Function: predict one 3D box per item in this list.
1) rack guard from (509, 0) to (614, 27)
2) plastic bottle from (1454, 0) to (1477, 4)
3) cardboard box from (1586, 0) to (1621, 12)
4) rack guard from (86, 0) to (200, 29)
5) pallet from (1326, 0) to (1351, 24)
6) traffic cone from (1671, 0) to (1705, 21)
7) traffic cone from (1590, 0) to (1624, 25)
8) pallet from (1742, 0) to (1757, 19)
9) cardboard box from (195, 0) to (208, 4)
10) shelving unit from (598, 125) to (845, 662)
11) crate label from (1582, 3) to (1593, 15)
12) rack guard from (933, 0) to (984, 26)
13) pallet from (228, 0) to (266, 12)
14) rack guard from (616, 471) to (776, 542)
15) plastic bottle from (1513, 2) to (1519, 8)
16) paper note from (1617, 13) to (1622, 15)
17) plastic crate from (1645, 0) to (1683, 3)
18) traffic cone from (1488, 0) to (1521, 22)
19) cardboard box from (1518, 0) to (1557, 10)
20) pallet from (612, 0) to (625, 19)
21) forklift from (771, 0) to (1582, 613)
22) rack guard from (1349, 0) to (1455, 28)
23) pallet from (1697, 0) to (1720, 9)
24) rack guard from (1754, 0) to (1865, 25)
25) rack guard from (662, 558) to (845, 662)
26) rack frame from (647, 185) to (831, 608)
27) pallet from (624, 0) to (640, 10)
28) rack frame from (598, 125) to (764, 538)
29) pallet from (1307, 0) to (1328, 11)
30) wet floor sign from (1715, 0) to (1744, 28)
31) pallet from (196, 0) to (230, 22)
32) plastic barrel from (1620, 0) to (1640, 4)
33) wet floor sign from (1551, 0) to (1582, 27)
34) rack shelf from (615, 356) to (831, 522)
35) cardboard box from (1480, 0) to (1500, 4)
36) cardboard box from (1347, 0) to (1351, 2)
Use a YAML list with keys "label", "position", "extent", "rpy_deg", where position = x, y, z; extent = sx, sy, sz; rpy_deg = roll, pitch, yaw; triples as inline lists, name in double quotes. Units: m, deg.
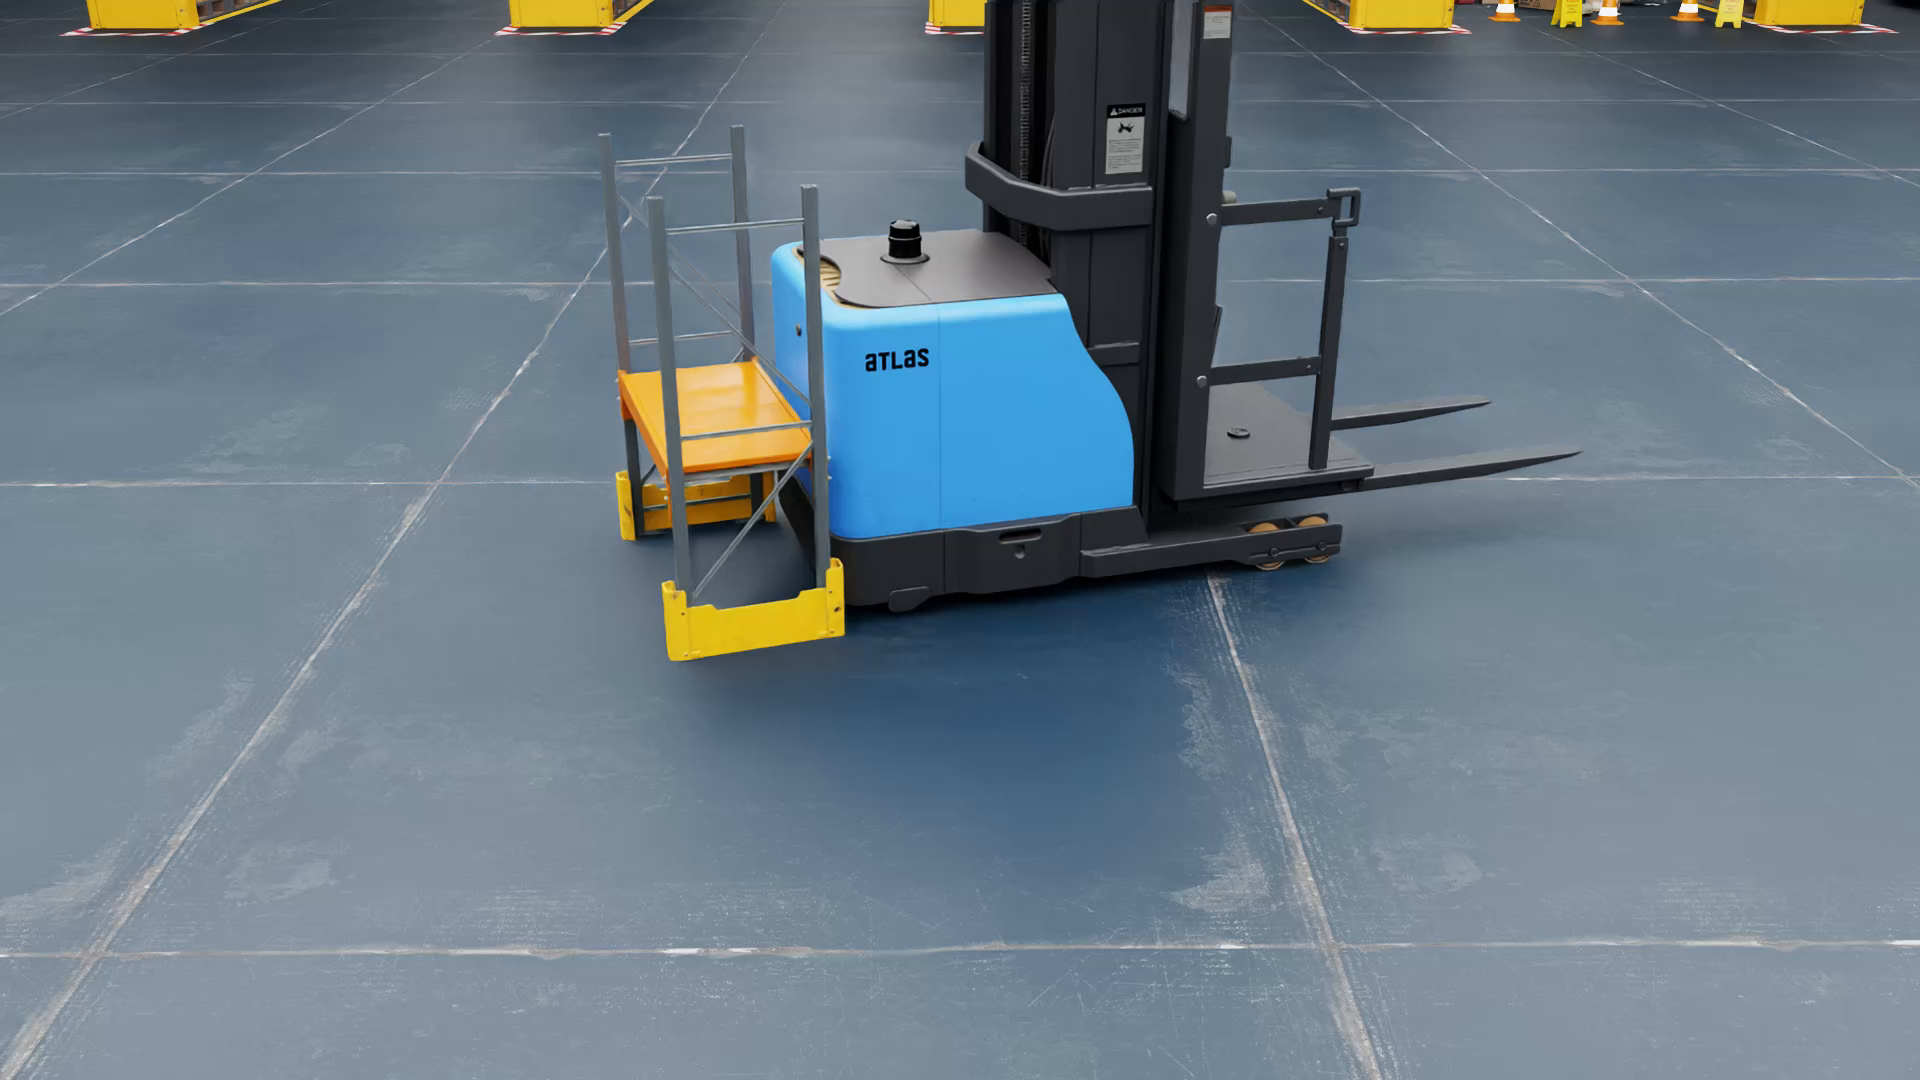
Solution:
- label: "rack guard"
  position: [-4.737, -6.372, 19.733]
  extent: [1.175, 0.500, 0.348]
  rpy_deg: [0, 24, -1]
- label: "plastic bottle"
  position: [6.623, -7.057, 21.779]
  extent: [0.283, 0.061, 0.133]
  rpy_deg: [-9, 26, -19]
- label: "cardboard box"
  position: [8.138, -6.779, 21.057]
  extent: [0.380, 0.149, 0.250]
  rpy_deg: [13, 27, 27]
- label: "rack guard"
  position: [-9.642, -6.311, 19.596]
  extent: [1.175, 0.500, 0.348]
  rpy_deg: [0, 24, -1]
- label: "pallet"
  position: [5.137, -6.542, 20.458]
  extent: [1.003, 0.211, 1.213]
  rpy_deg: [0, 24, -1]
- label: "traffic cone"
  position: [8.878, -6.562, 20.198]
  extent: [0.336, 0.463, 0.334]
  rpy_deg: [0, 24, -1]
- label: "traffic cone"
  position: [7.772, -6.417, 19.877]
  extent: [0.336, 0.463, 0.334]
  rpy_deg: [0, 24, -1]
- label: "pallet"
  position: [10.198, -6.643, 20.681]
  extent: [1.003, 0.211, 1.213]
  rpy_deg: [0, 24, -1]
- label: "cardboard box"
  position: [-9.426, -6.620, 20.074]
  extent: [0.500, 0.250, 0.500]
  rpy_deg: [0, 24, -1]
- label: "shelving unit"
  position: [-0.833, -0.537, 5.617]
  extent: [0.587, 1.500, 1.083]
  rpy_deg: [-8, 26, -17]
- label: "crate label"
  position: [7.701, -6.593, 20.660]
  extent: [0.250, 0.136, 0.298]
  rpy_deg: [-14, 28, -28]
- label: "rack guard"
  position: [0.262, -6.395, 19.782]
  extent: [1.175, 0.500, 0.348]
  rpy_deg: [0, 24, -1]
- label: "pallet"
  position: [-9.703, -7.005, 21.483]
  extent: [1.003, 0.211, 1.213]
  rpy_deg: [0, 24, -1]
- label: "rack guard"
  position: [-0.996, -0.161, 6.303]
  extent: [0.587, 0.250, 0.087]
  rpy_deg: [-8, 26, -17]
- label: "plastic bottle"
  position: [7.065, -6.908, 21.450]
  extent: [0.133, 0.061, 0.283]
  rpy_deg: [-9, 26, -19]
- label: "paper note"
  position: [8.172, -6.575, 20.750]
  extent: [0.148, 0.019, 0.142]
  rpy_deg: [-9, 26, -19]
- label: "plastic crate"
  position: [9.326, -7.214, 22.104]
  extent: [0.402, 0.080, 0.583]
  rpy_deg: [-9, 26, -19]
- label: "traffic cone"
  position: [6.638, -6.552, 20.176]
  extent: [0.336, 0.463, 0.334]
  rpy_deg: [0, 24, -1]
- label: "cardboard box"
  position: [7.622, -7.122, 21.386]
  extent: [0.797, 0.503, 0.637]
  rpy_deg: [-19, 31, -36]
- label: "pallet"
  position: [-4.741, -6.575, 20.532]
  extent: [1.003, 0.211, 1.213]
  rpy_deg: [0, 24, -1]
- label: "forklift"
  position: [0.879, -1.427, 5.848]
  extent: [3.031, 2.935, 1.130]
  rpy_deg: [-7, 25, -16]
- label: "rack guard"
  position: [5.224, -6.334, 19.649]
  extent: [1.175, 0.500, 0.348]
  rpy_deg: [0, 24, -1]
- label: "pallet"
  position: [10.188, -7.144, 21.790]
  extent: [1.003, 0.211, 1.213]
  rpy_deg: [0, 24, -1]
- label: "rack guard"
  position: [10.172, -6.439, 19.881]
  extent: [1.175, 0.500, 0.348]
  rpy_deg: [0, 24, -1]
- label: "rack guard"
  position: [-0.670, 0.227, 5.445]
  extent: [0.587, 0.250, 0.087]
  rpy_deg: [-8, 26, -17]
- label: "rack frame"
  position: [-0.663, -0.335, 5.171]
  extent: [0.500, 1.500, 0.032]
  rpy_deg: [-8, 26, -17]
- label: "pallet"
  position: [-4.751, -7.077, 21.641]
  extent: [1.003, 0.211, 1.213]
  rpy_deg: [0, 24, -1]
- label: "rack frame"
  position: [-0.996, -0.731, 6.046]
  extent: [0.500, 1.500, 0.032]
  rpy_deg: [-8, 26, -17]
- label: "pallet"
  position: [5.127, -7.043, 21.566]
  extent: [1.003, 0.211, 1.213]
  rpy_deg: [0, 24, -1]
- label: "wet floor sign"
  position: [9.105, -6.391, 19.598]
  extent: [0.267, 0.644, 0.232]
  rpy_deg: [8, 26, 18]
- label: "pallet"
  position: [-9.693, -6.504, 20.374]
  extent: [1.003, 0.211, 1.213]
  rpy_deg: [0, 24, -1]
- label: "plastic barrel"
  position: [8.636, -7.217, 21.694]
  extent: [0.512, 0.421, 0.421]
  rpy_deg: [19, 30, 35]
- label: "wet floor sign"
  position: [7.204, -6.407, 19.634]
  extent: [0.267, 0.644, 0.232]
  rpy_deg: [-4, 25, -10]
- label: "rack shelf"
  position: [-0.830, -0.369, 5.683]
  extent: [0.538, 0.185, 1.000]
  rpy_deg: [-8, 26, -17]
- label: "cardboard box"
  position: [7.041, -7.186, 21.815]
  extent: [0.396, 0.266, 0.258]
  rpy_deg: [4, 25, 9]
- label: "cardboard box"
  position: [5.150, -6.985, 20.124]
  extent: [0.875, 0.875, 0.875]
  rpy_deg: [0, 24, 0]
